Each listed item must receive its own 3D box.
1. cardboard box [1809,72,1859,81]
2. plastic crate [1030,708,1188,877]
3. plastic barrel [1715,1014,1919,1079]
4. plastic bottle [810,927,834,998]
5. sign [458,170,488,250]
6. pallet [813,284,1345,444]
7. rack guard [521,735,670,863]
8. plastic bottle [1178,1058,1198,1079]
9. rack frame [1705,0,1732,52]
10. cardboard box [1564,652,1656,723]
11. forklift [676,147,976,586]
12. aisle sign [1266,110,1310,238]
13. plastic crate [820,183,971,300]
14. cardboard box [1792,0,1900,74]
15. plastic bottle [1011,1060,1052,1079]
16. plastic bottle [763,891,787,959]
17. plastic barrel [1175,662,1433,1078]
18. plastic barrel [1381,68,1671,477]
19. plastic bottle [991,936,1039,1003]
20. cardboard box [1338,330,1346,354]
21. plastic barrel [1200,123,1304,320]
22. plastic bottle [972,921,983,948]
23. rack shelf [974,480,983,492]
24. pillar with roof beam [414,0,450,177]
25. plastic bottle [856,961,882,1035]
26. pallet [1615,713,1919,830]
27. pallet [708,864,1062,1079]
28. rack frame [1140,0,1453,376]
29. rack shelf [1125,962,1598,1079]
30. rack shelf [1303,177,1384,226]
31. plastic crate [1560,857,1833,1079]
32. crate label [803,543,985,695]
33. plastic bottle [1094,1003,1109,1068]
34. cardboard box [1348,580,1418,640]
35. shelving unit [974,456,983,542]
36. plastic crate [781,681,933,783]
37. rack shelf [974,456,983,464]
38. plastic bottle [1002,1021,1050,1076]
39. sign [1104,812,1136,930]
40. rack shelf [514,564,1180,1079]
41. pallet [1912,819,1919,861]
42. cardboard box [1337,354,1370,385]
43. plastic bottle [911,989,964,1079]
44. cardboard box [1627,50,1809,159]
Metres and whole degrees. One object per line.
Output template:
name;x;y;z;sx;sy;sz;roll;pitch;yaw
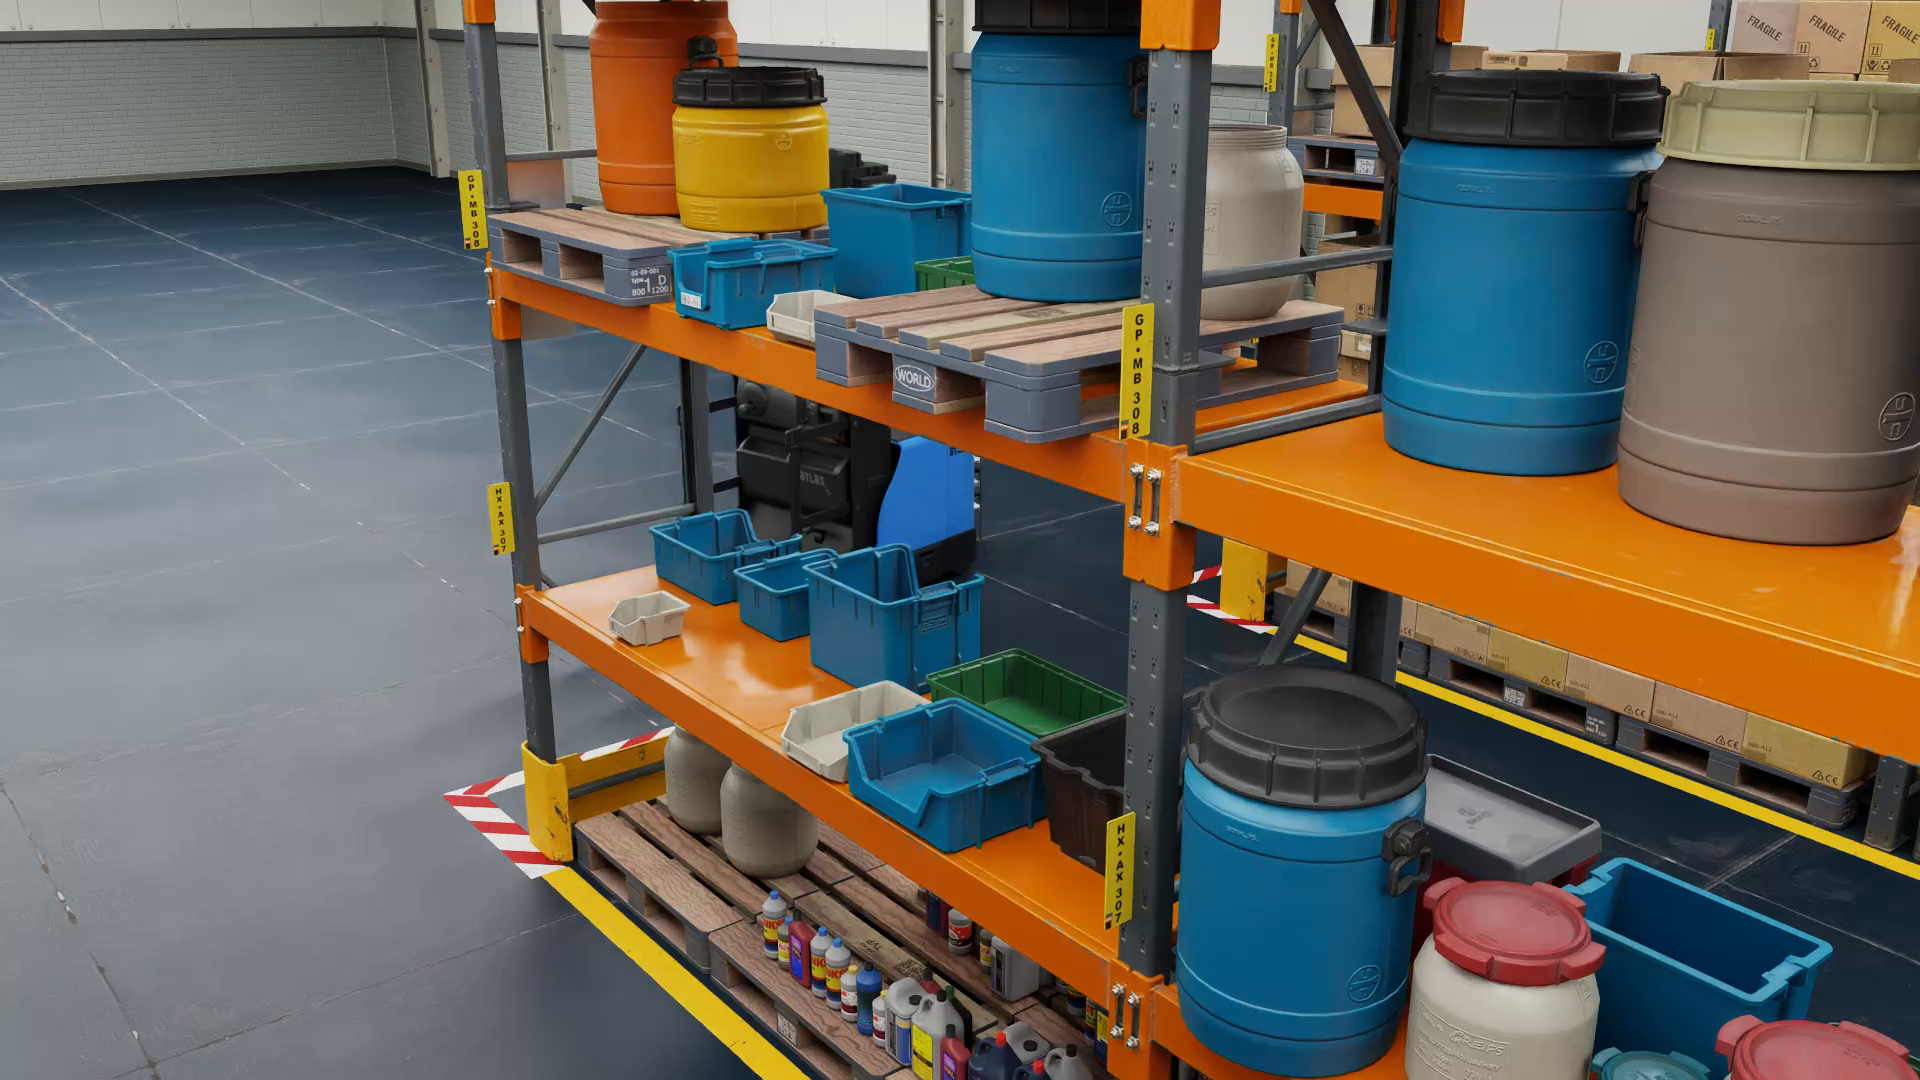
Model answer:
cardboard box;6.466;-3.213;12.332;0.500;0.500;0.500;-12;22;-33
plastic crate;0.641;0.792;5.297;0.767;0.338;0.504;-14;23;-36
plastic barrel;1.744;1.311;3.414;0.433;0.535;0.433;0;18;0
plastic bottle;-0.523;1.609;6.371;0.097;0.271;0.097;0;18;0
sign;-2.051;-1.391;7.006;0.100;0.325;0.005;-14;23;-36
pallet;0.342;-0.577;4.860;1.213;0.211;1.003;-14;23;-36
rack guard;-1.533;1.127;8.164;1.175;0.500;0.348;-14;23;-36
plastic bottle;0.790;1.762;5.902;0.152;0.276;0.135;-13;22;-34
rack frame;6.149;-4.851;12.696;1.000;3.000;0.127;-14;23;-36
cardboard box;3.668;0.740;9.063;0.500;0.250;0.500;-14;23;-36
forklift;-1.218;-0.934;10.521;1.130;2.935;3.031;15;23;38
aisle sign;1.987;-2.226;10.176;0.394;0.787;0.004;-14;23;-36
plastic crate;-0.197;-1.074;6.089;0.392;0.384;0.575;-14;23;-36
cardboard box;6.470;-3.683;12.158;0.500;0.500;0.500;-14;23;-37
plastic bottle;0.241;1.863;5.479;0.144;0.351;0.185;-15;23;-38
plastic bottle;-0.736;1.525;6.626;0.097;0.271;0.097;0;18;0
plastic barrel;0.869;0.833;4.278;0.600;0.901;0.708;-14;23;-36
plastic barrel;1.352;-0.663;4.022;0.600;0.901;0.708;-14;23;-36
plastic bottle;0.209;1.605;6.378;0.152;0.276;0.135;-14;23;-36
cardboard box;2.343;-1.252;10.180;0.380;0.149;0.250;-14;23;-36
plastic barrel;0.753;-0.904;4.704;0.421;0.512;0.421;0;18;0
plastic bottle;0.088;1.484;6.743;0.152;0.276;0.135;-15;23;-38
rack shelf;0.005;-0.394;12.225;0.258;0.077;0.200;-14;23;-36
pillar with roof beam;-14.740;-11.399;32.472;9.100;9.000;0.400;-14;23;-36
plastic bottle;-0.335;1.684;6.146;0.097;0.271;0.097;0;18;0
pallet;4.291;1.070;8.794;1.003;0.211;1.213;-14;23;-36
pallet;-0.279;1.766;6.694;1.003;0.211;1.213;-14;23;-36
rack frame;0.867;-1.931;3.880;1.000;3.000;0.127;-14;23;-36
rack shelf;2.108;1.751;3.448;1.077;0.370;4.000;-14;23;-36
rack shelf;3.510;-1.625;8.870;1.077;0.370;4.000;-14;23;-36
plastic crate;1.795;1.135;4.188;0.392;0.384;0.575;-14;23;-36
crate label;-0.262;0.315;6.584;0.502;0.435;0.616;-14;23;-36
plastic bottle;0.578;1.713;5.930;0.144;0.351;0.185;-14;23;-36
cardboard box;2.740;0.369;10.182;0.500;0.250;0.500;-14;23;-36
shelving unit;0.005;-0.425;12.215;0.258;0.900;0.210;-14;23;-36
plastic crate;-0.340;0.691;5.923;0.530;0.136;0.437;-14;23;-36
rack shelf;0.005;-0.564;12.169;0.258;0.077;0.200;-14;23;-36
plastic bottle;0.222;1.816;5.740;0.152;0.276;0.135;-14;23;-36
sign;0.428;0.890;4.463;0.100;0.325;0.005;-14;23;-36
rack shelf;-0.375;0.765;6.424;1.077;0.370;4.000;-14;23;-36
pallet;5.240;1.448;7.653;1.003;0.211;1.213;-14;23;-36
cardboard box;2.548;-0.965;10.346;0.700;0.500;0.500;-14;23;-36
plastic bottle;-0.079;1.736;5.863;0.144;0.351;0.185;-14;23;-36
cardboard box;3.828;-2.219;8.464;0.797;0.503;0.637;-11;21;-30
